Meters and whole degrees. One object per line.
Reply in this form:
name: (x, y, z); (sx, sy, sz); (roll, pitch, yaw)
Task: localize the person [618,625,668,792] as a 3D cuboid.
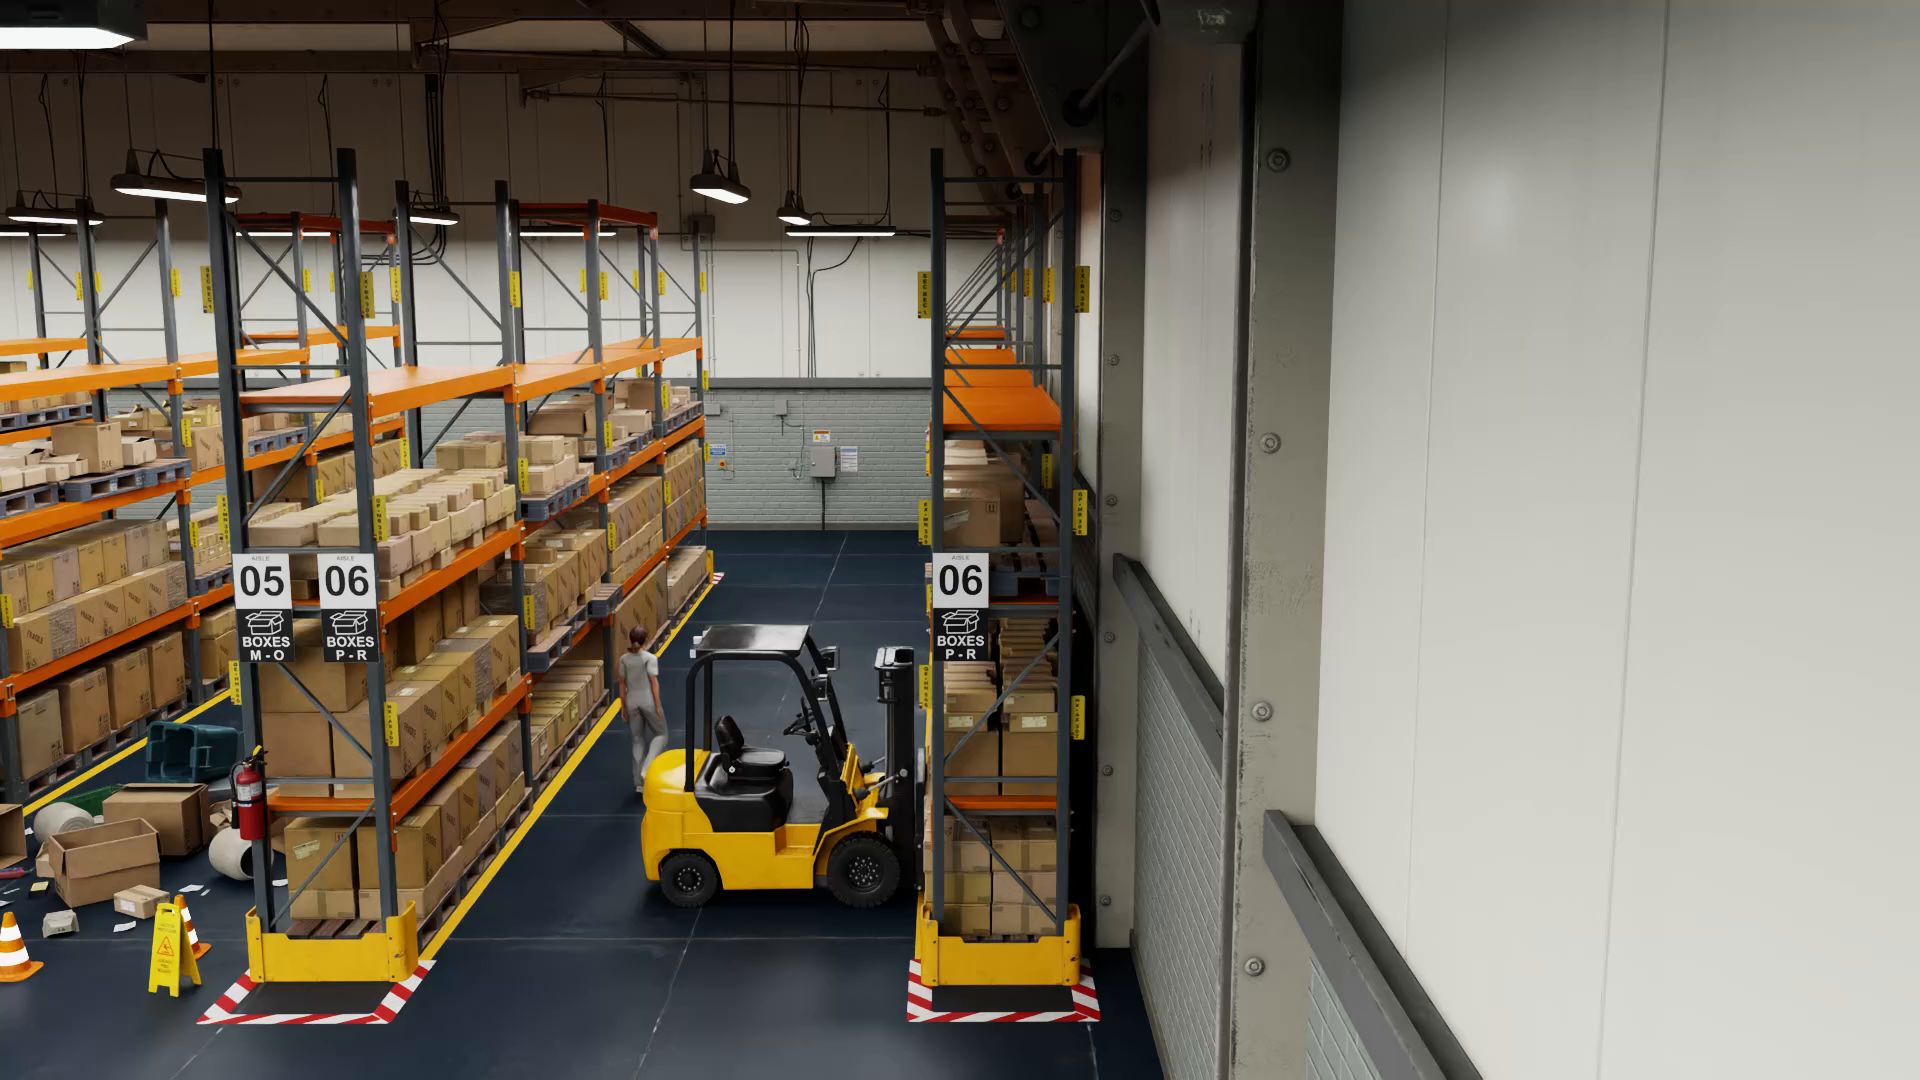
person: (-3.191, 1.692, 16.666); (0.507, 1.659, 0.471); (1, 9, 8)
